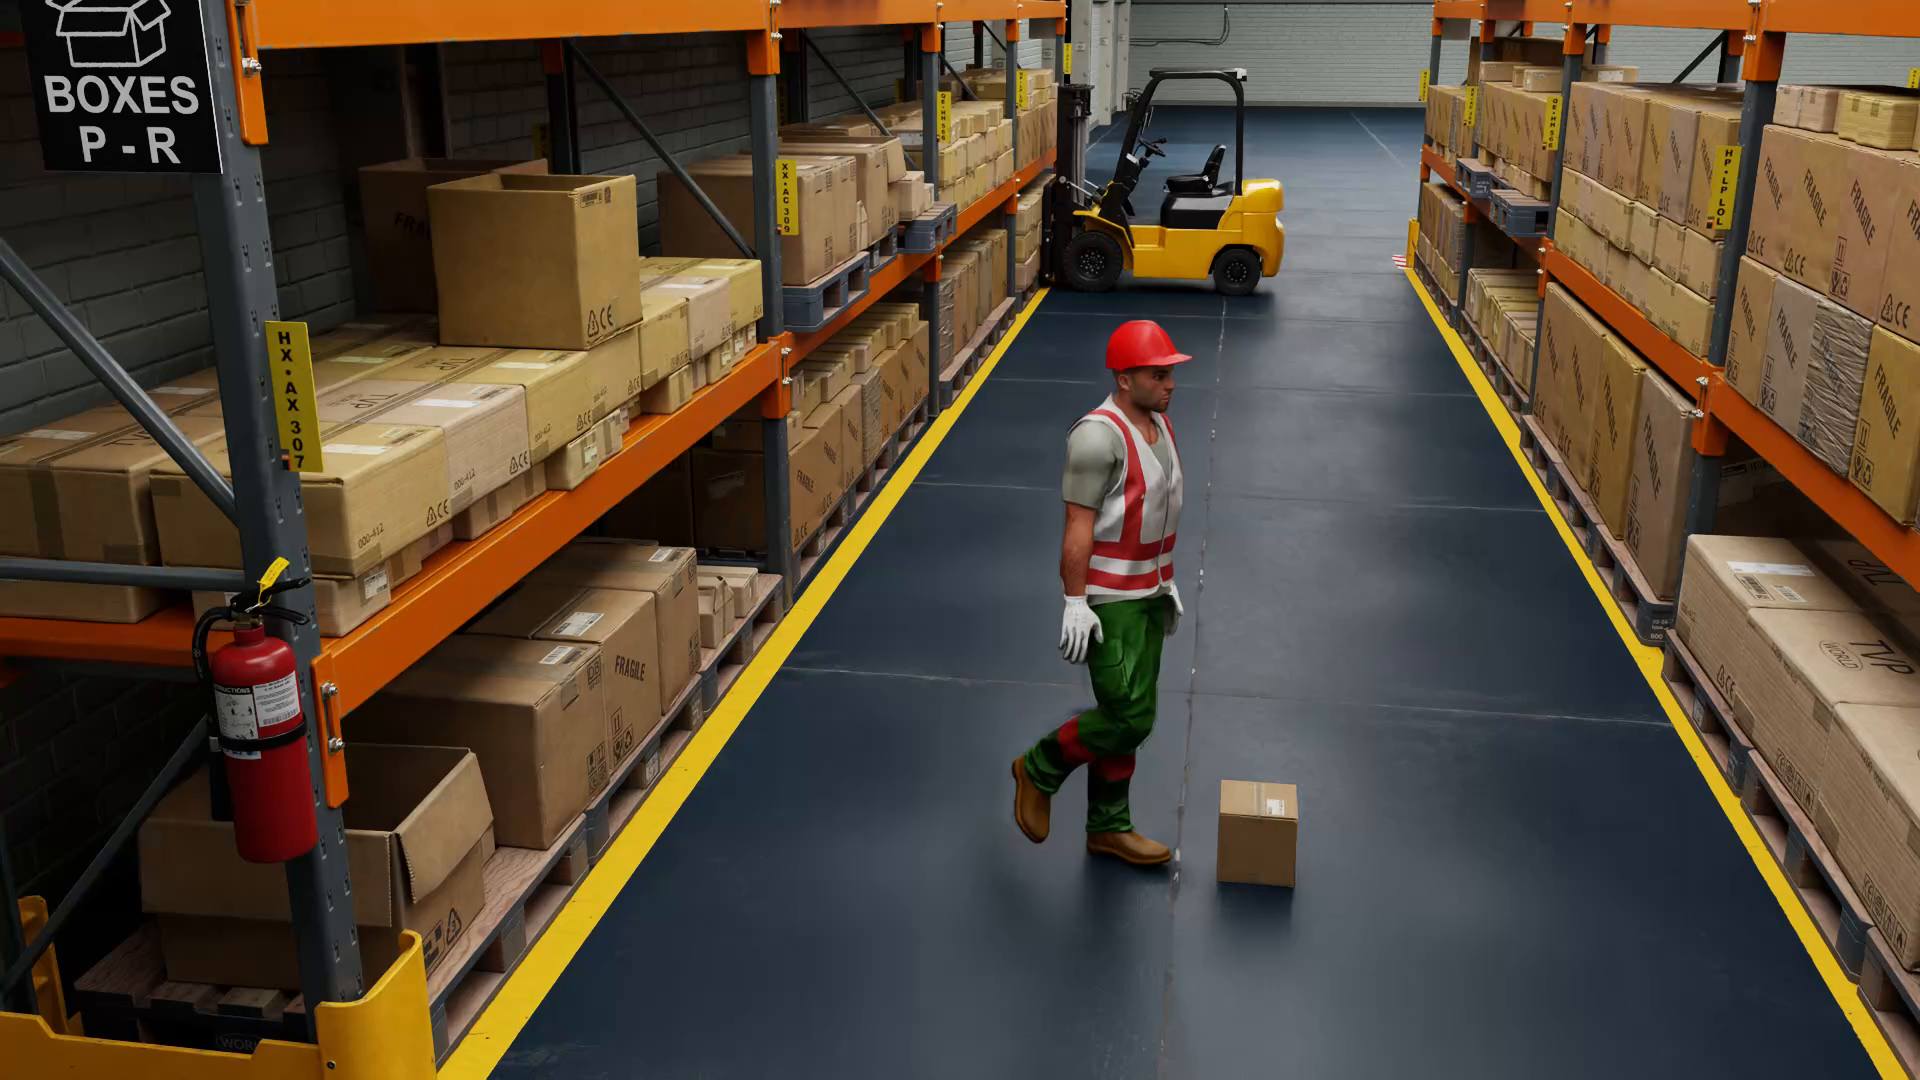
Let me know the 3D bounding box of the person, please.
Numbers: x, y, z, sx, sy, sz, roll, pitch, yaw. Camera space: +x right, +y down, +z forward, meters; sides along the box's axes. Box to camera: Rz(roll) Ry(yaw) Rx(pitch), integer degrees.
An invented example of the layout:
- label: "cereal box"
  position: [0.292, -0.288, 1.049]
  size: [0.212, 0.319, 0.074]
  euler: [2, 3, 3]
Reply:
- label: "person"
  position: [0.484, 0.179, 5.385]
  size: [0.532, 1.788, 0.610]
  euler: [11, 21, 31]
